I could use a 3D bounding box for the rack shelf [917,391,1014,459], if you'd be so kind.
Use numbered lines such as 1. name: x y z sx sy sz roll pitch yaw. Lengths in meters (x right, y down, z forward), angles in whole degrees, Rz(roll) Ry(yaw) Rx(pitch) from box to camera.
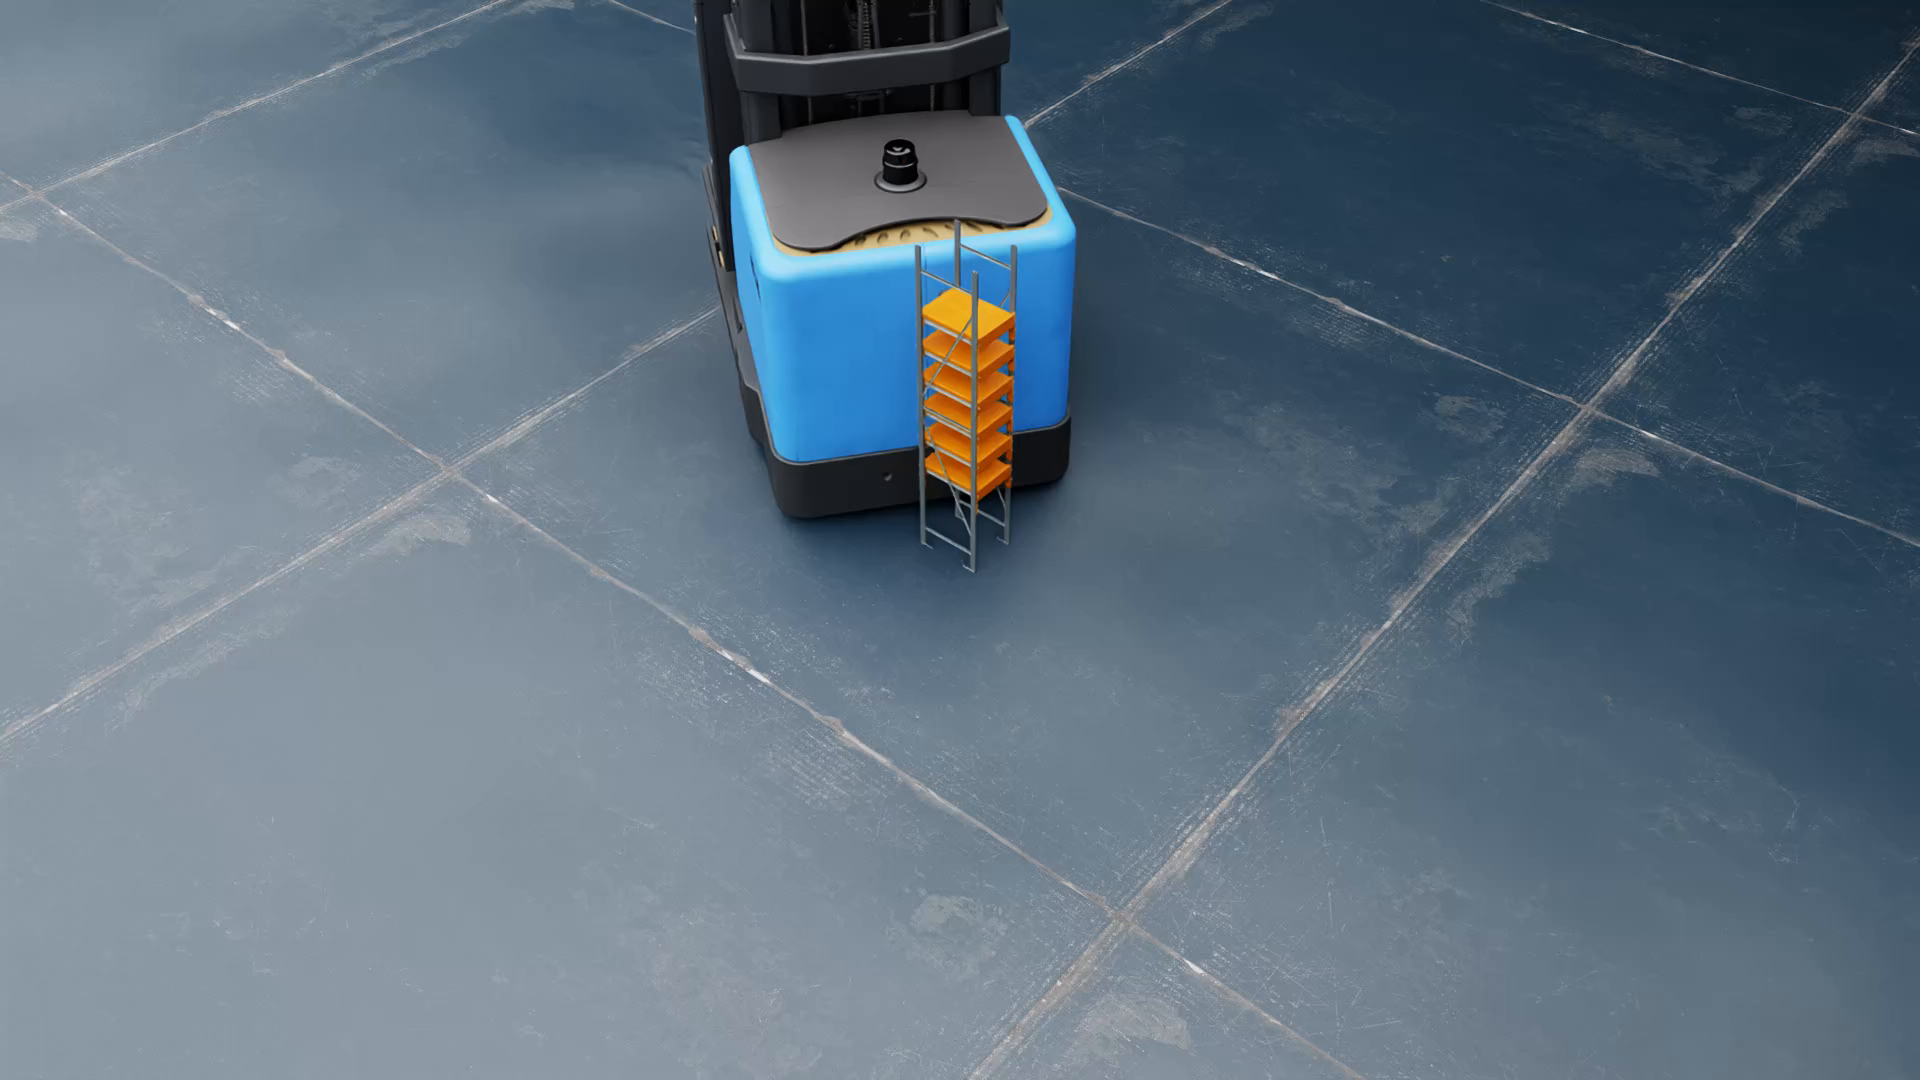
1. rack shelf: 0.018 -0.396 5.360 0.258 0.103 0.180 29 50 28

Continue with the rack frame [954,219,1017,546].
1. rack frame: 0.076 -0.476 5.382 0.240 1.200 0.006 29 50 28

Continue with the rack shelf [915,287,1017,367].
1. rack shelf: 0.018 -0.662 5.117 0.258 0.103 0.180 29 50 28

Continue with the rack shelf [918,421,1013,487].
1. rack shelf: 0.018 -0.307 5.440 0.258 0.103 0.180 29 50 28

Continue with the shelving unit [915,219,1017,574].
1. shelving unit: 0.018 -0.429 5.330 0.258 1.200 0.189 29 50 28

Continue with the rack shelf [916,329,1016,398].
1. rack shelf: 0.018 -0.574 5.198 0.258 0.103 0.180 29 50 28

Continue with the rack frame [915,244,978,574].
1. rack frame: -0.041 -0.381 5.278 0.240 1.200 0.006 29 50 28

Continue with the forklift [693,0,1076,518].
1. forklift: -0.446 -2.163 5.951 1.130 2.935 3.031 -9 43 -10

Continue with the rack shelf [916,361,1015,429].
1. rack shelf: 0.018 -0.485 5.279 0.258 0.103 0.180 29 50 28

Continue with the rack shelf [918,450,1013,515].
1. rack shelf: 0.018 -0.218 5.521 0.258 0.103 0.180 29 50 28
